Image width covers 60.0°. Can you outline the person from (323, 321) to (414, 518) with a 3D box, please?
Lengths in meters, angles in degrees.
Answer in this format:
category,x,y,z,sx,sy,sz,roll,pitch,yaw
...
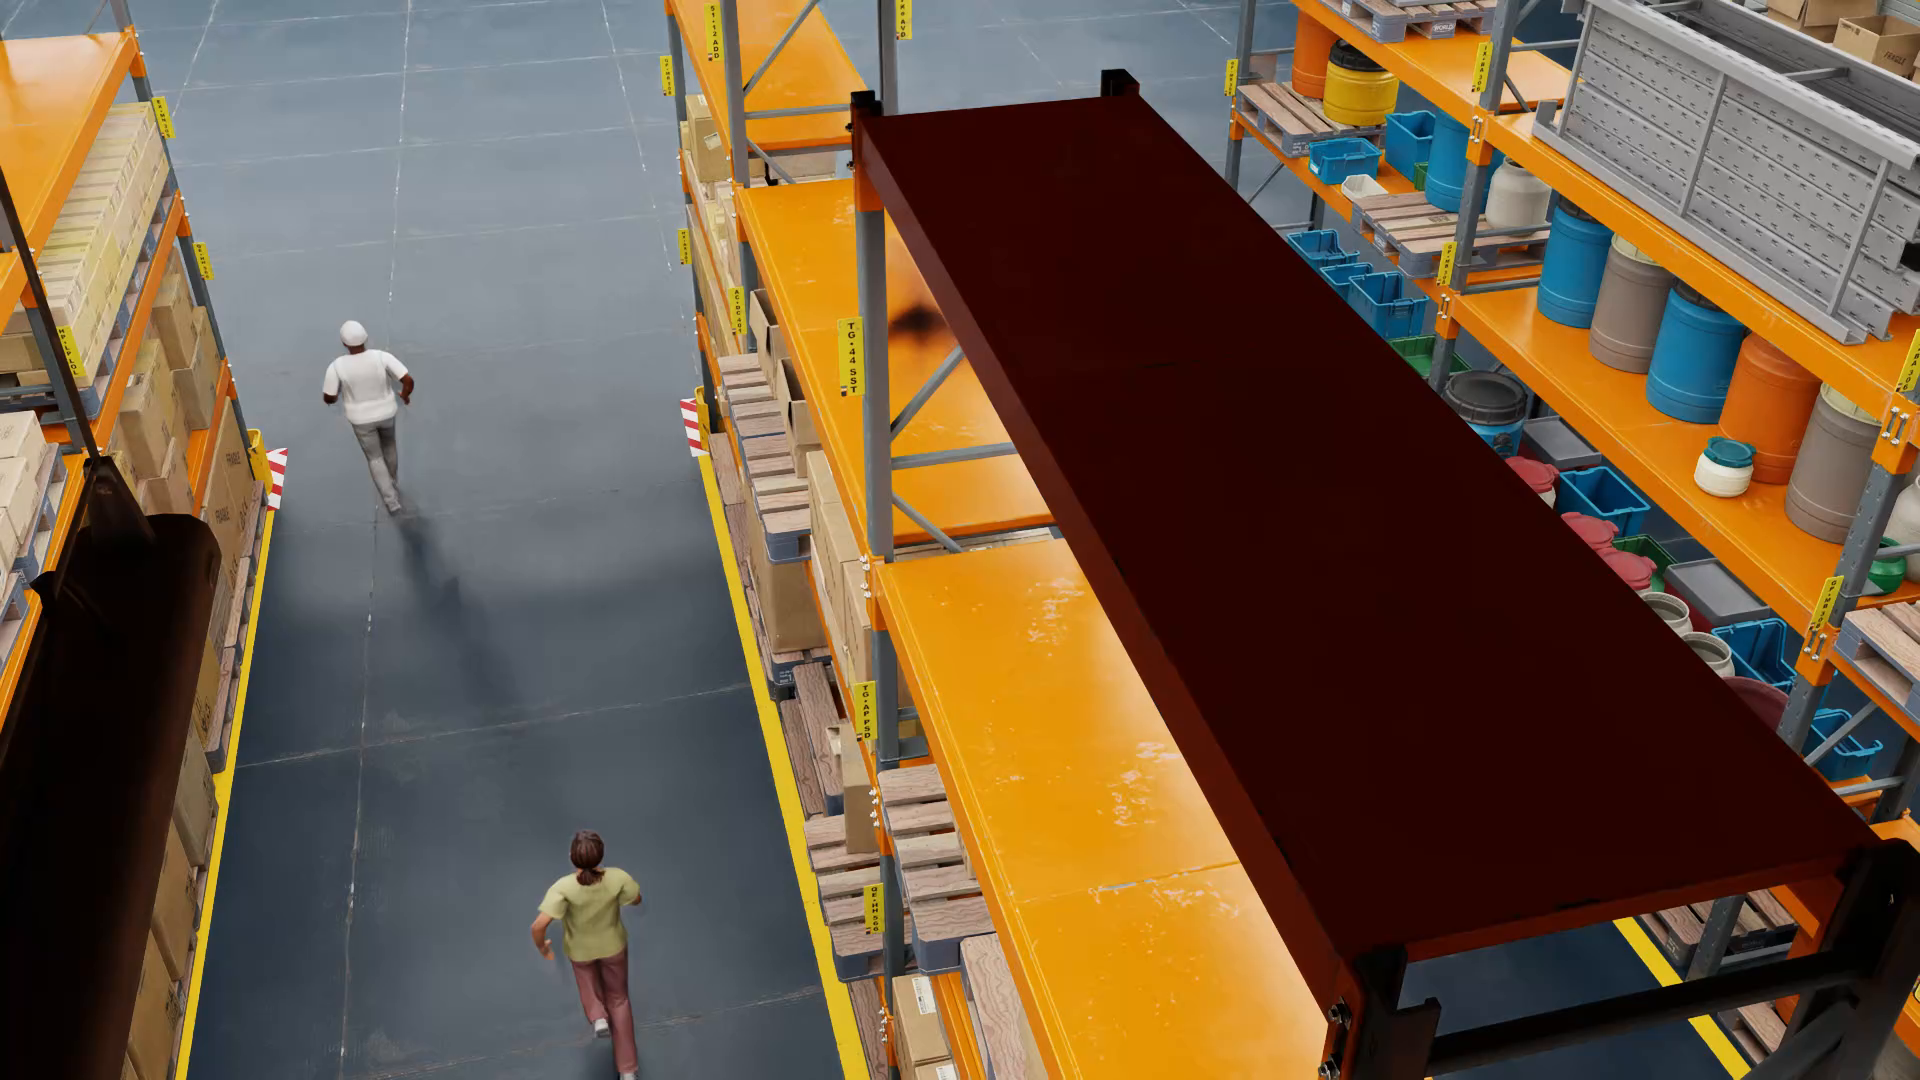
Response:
category,x,y,z,sx,sy,sz,roll,pitch,yaw
person,-4.947,-1.033,14.020,0.703,1.781,0.960,-18,38,-25

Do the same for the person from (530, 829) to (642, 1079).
category,x,y,z,sx,sy,sz,roll,pitch,yaw
person,-2.054,2.268,9.321,0.600,1.622,0.756,-8,35,-12
